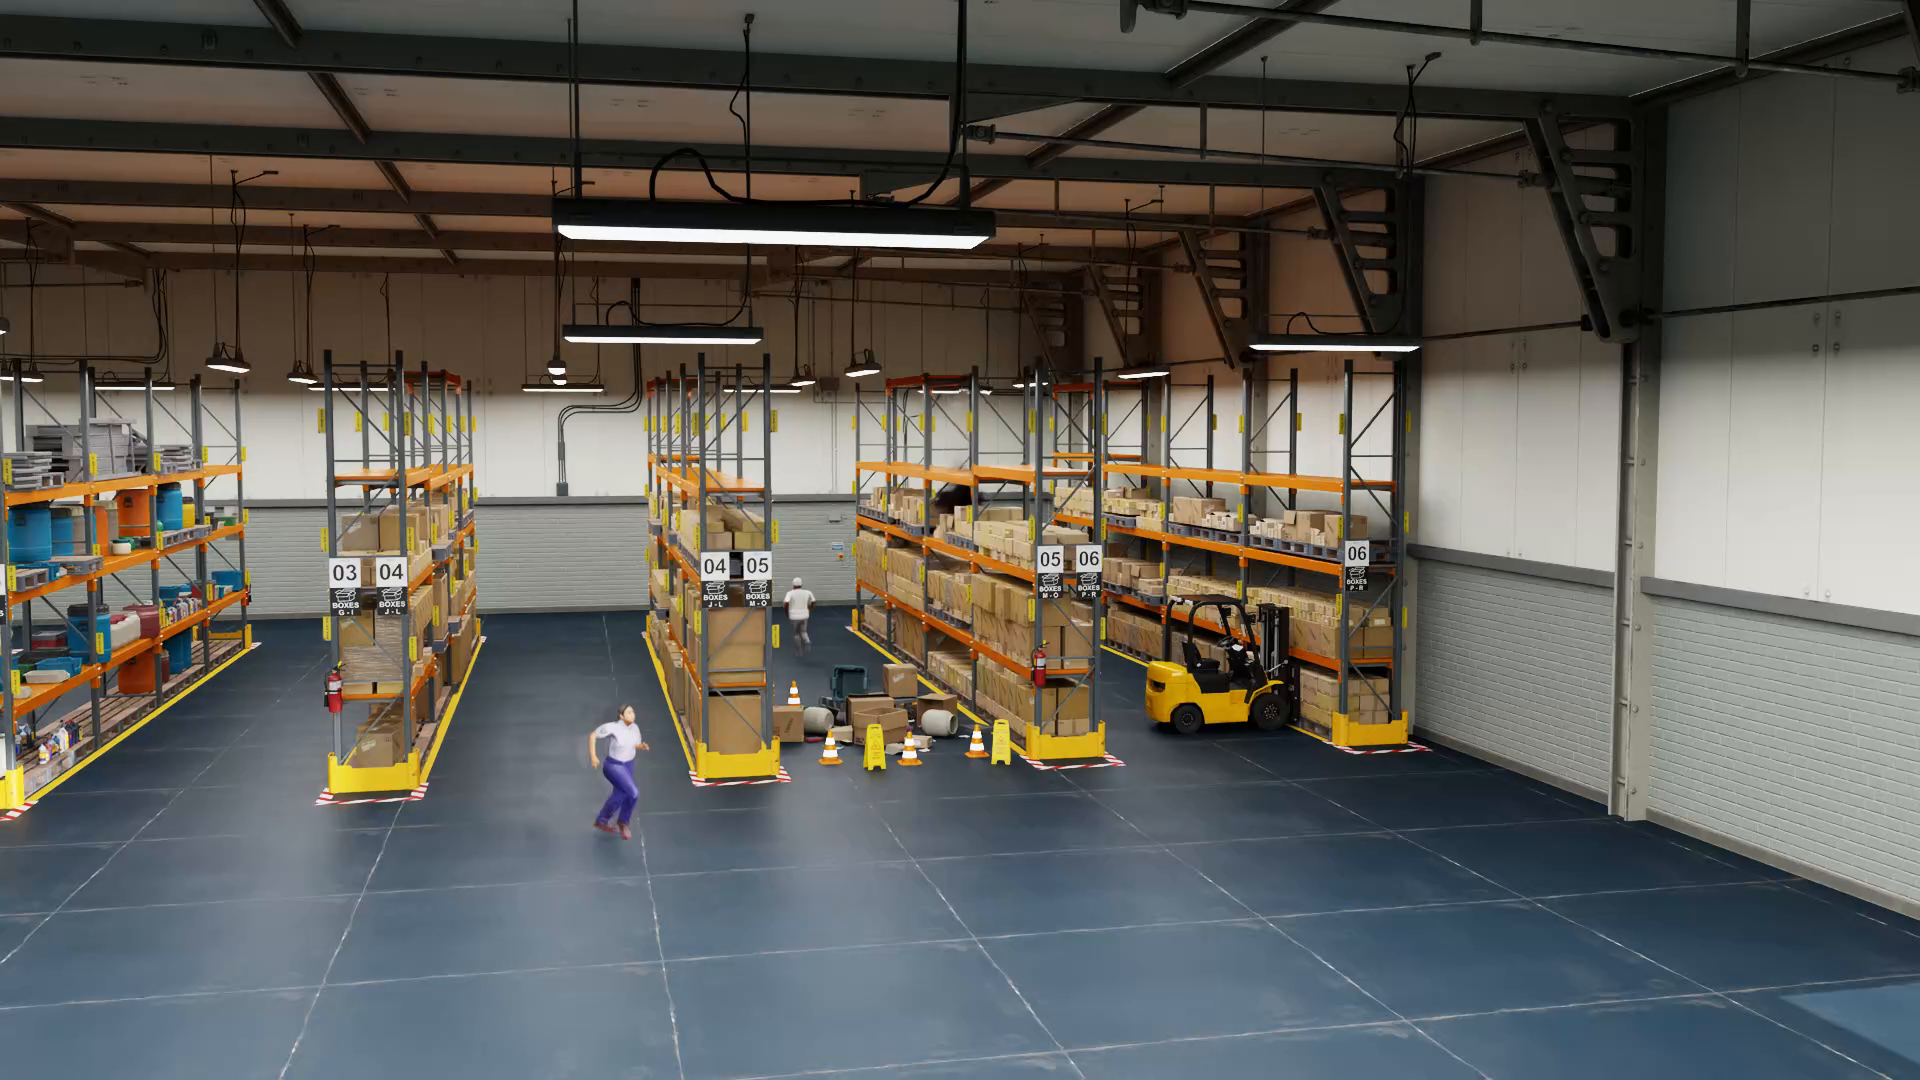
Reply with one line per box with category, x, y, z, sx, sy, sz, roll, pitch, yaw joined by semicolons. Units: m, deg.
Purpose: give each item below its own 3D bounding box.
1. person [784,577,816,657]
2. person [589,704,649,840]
person;-3.427;1.674;35.578;0.725;1.736;0.743;-2;4;-25
person;-4.109;2.796;20.095;0.771;1.632;0.630;2;4;28
